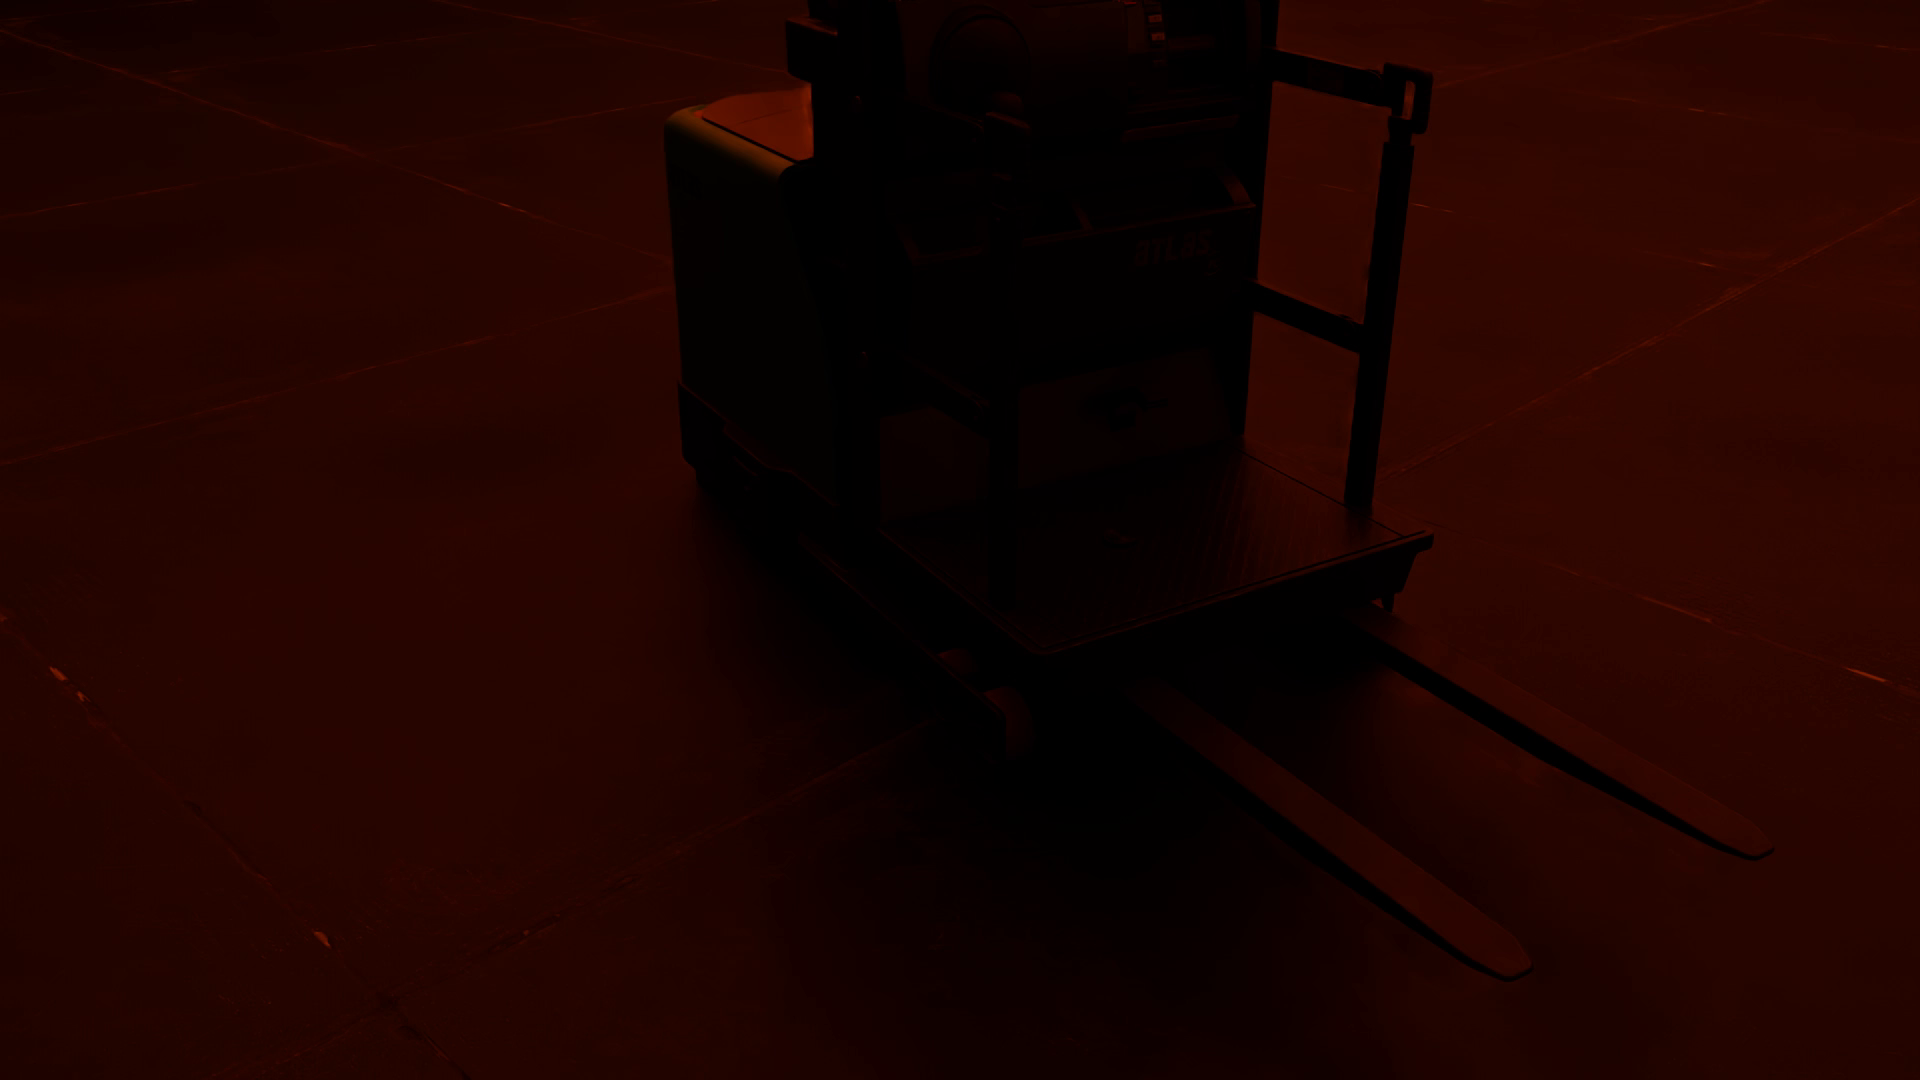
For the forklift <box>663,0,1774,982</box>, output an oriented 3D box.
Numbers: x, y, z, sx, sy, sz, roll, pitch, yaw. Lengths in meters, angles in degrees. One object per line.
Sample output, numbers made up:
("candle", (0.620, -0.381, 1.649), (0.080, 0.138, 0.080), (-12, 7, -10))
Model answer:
("forklift", (0.373, -1.069, 3.393), (1.130, 2.935, 3.031), (-15, 30, -27))
